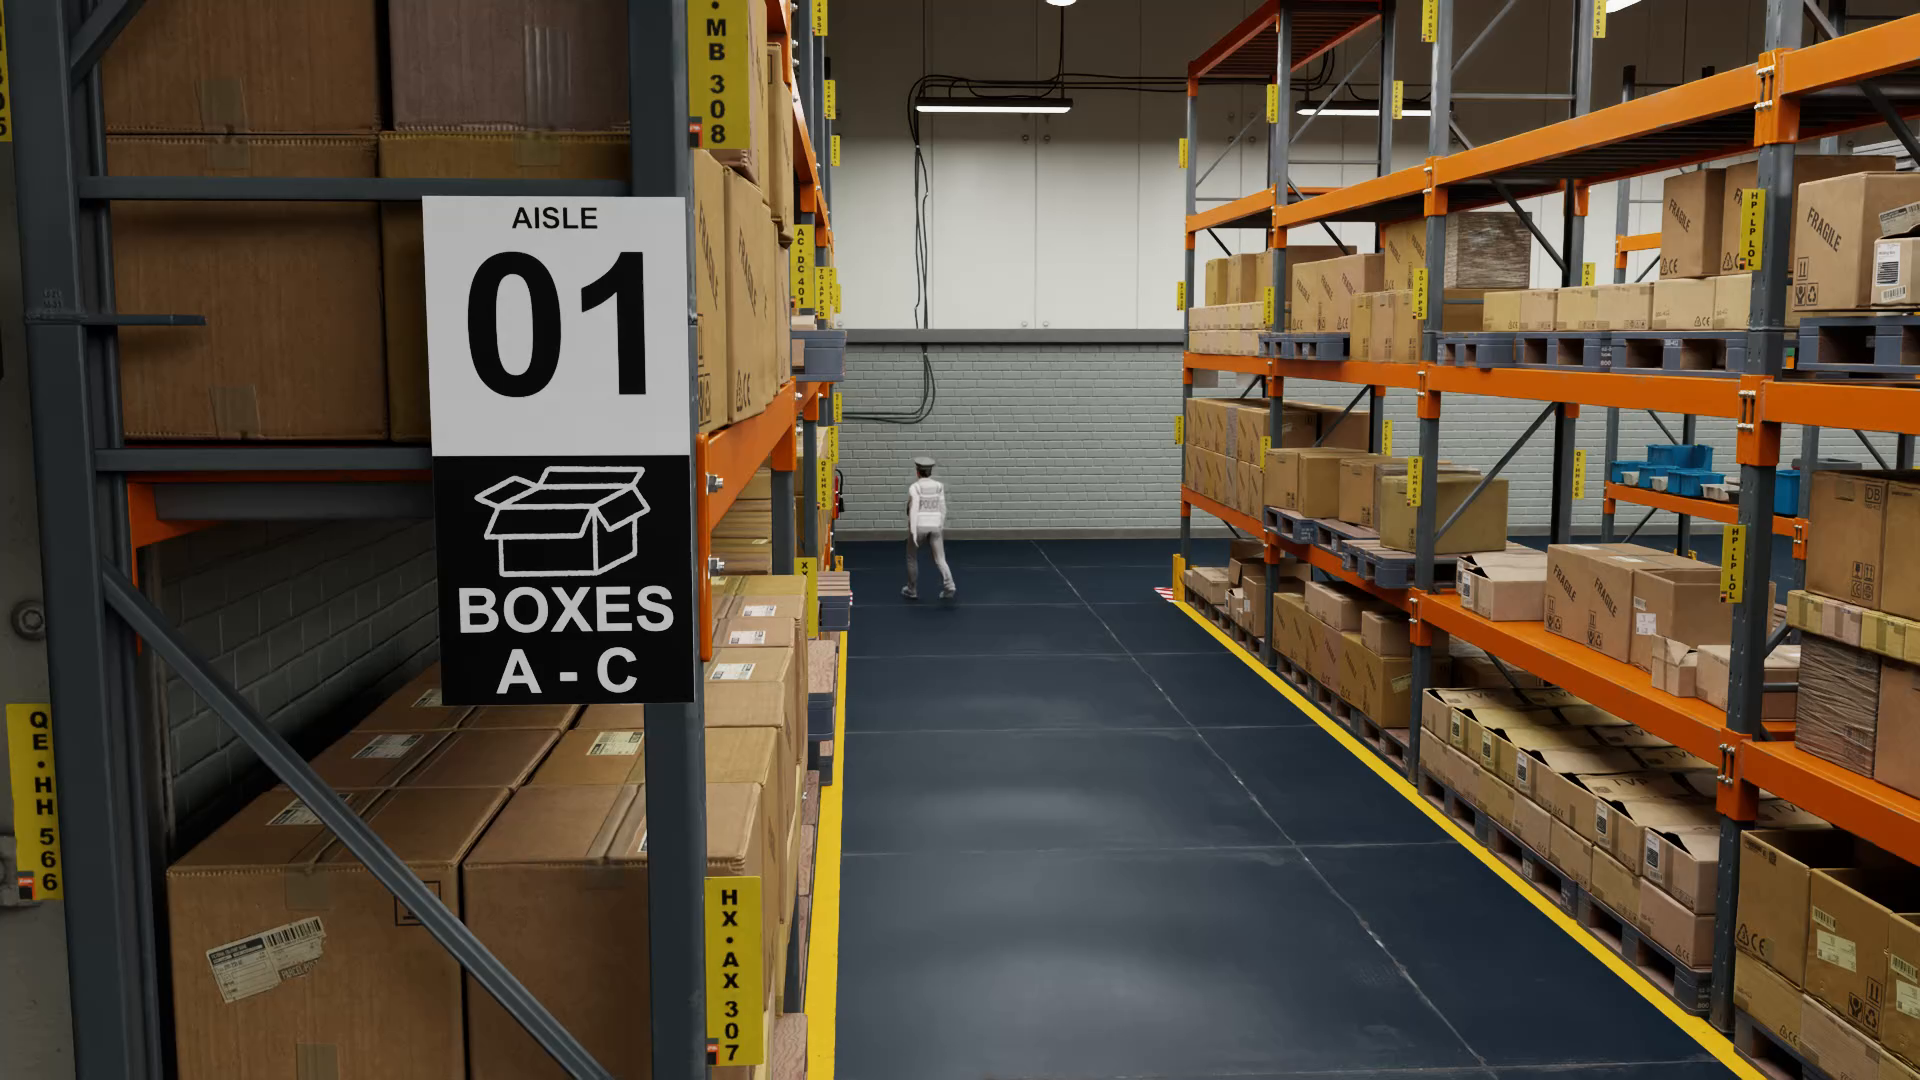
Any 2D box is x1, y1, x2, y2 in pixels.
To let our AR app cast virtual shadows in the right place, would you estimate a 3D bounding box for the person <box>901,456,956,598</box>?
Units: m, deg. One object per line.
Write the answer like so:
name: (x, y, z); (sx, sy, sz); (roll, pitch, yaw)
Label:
person: (-0.356, -0.122, 18.766); (0.487, 1.628, 1.022); (-3, 8, -24)
